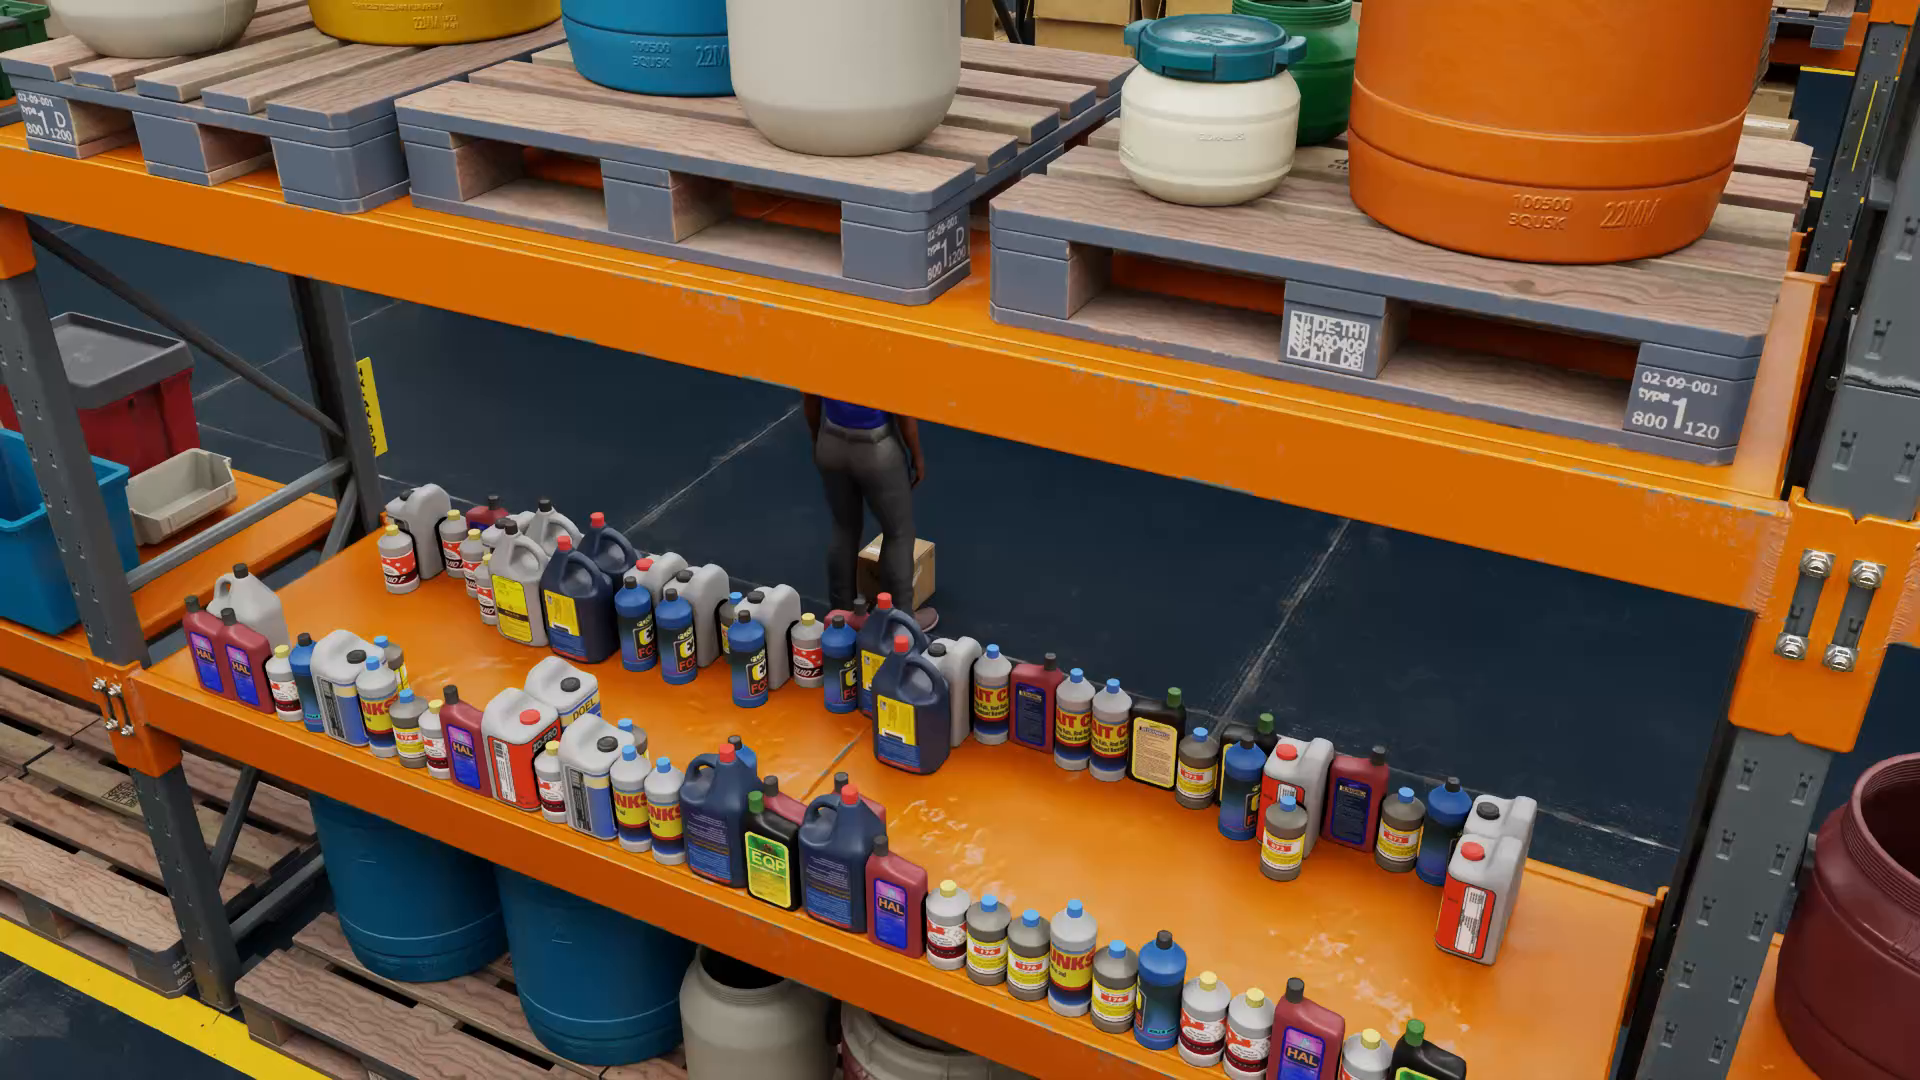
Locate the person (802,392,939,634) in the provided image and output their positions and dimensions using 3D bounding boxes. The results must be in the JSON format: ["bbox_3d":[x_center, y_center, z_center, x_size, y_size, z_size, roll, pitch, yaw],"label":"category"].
[{"bbox_3d":[-0.378,-0.356,6.745,0.529,1.656,0.346,13,33,21],"label":"person"}]
